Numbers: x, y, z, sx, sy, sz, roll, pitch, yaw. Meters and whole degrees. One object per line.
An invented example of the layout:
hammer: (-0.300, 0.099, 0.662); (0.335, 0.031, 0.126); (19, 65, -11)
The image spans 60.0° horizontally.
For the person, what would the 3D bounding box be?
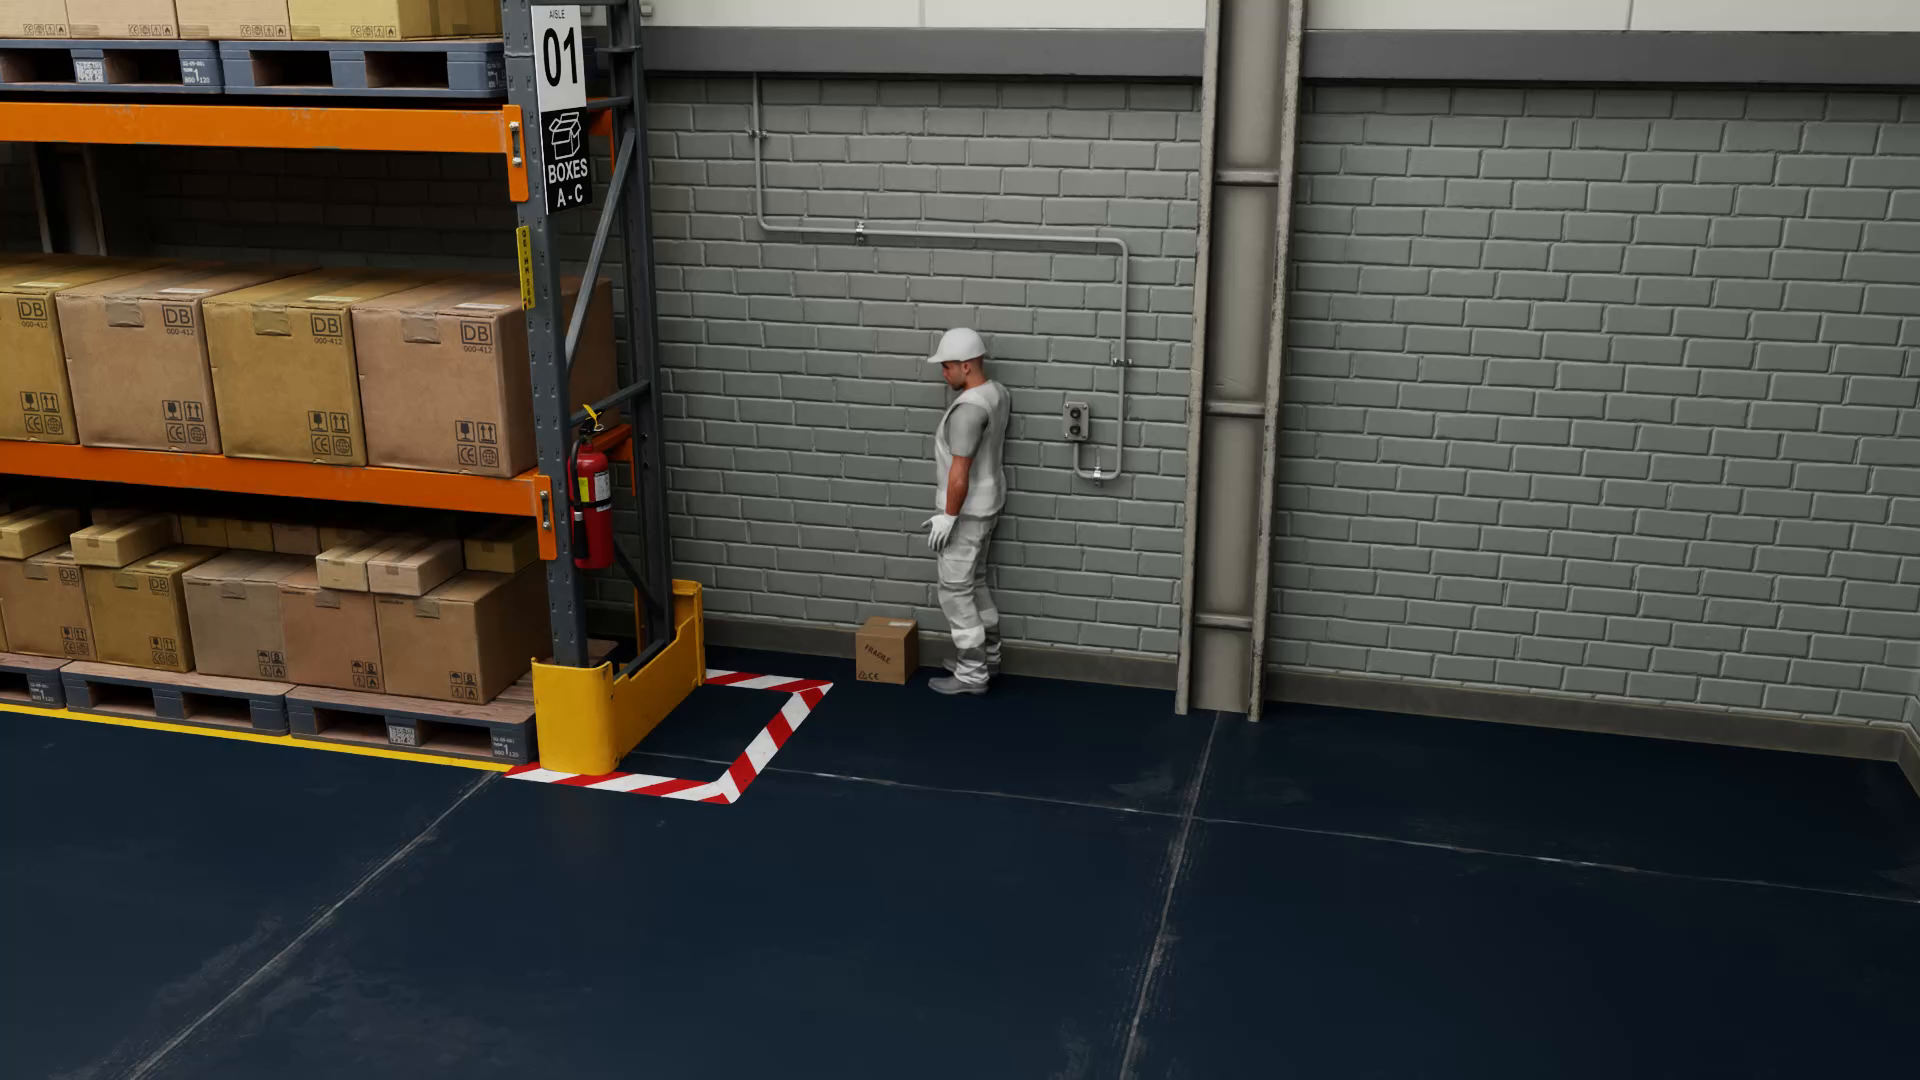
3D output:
person: (0.030, -0.133, 7.952); (0.364, 1.779, 0.529); (5, 19, 15)
